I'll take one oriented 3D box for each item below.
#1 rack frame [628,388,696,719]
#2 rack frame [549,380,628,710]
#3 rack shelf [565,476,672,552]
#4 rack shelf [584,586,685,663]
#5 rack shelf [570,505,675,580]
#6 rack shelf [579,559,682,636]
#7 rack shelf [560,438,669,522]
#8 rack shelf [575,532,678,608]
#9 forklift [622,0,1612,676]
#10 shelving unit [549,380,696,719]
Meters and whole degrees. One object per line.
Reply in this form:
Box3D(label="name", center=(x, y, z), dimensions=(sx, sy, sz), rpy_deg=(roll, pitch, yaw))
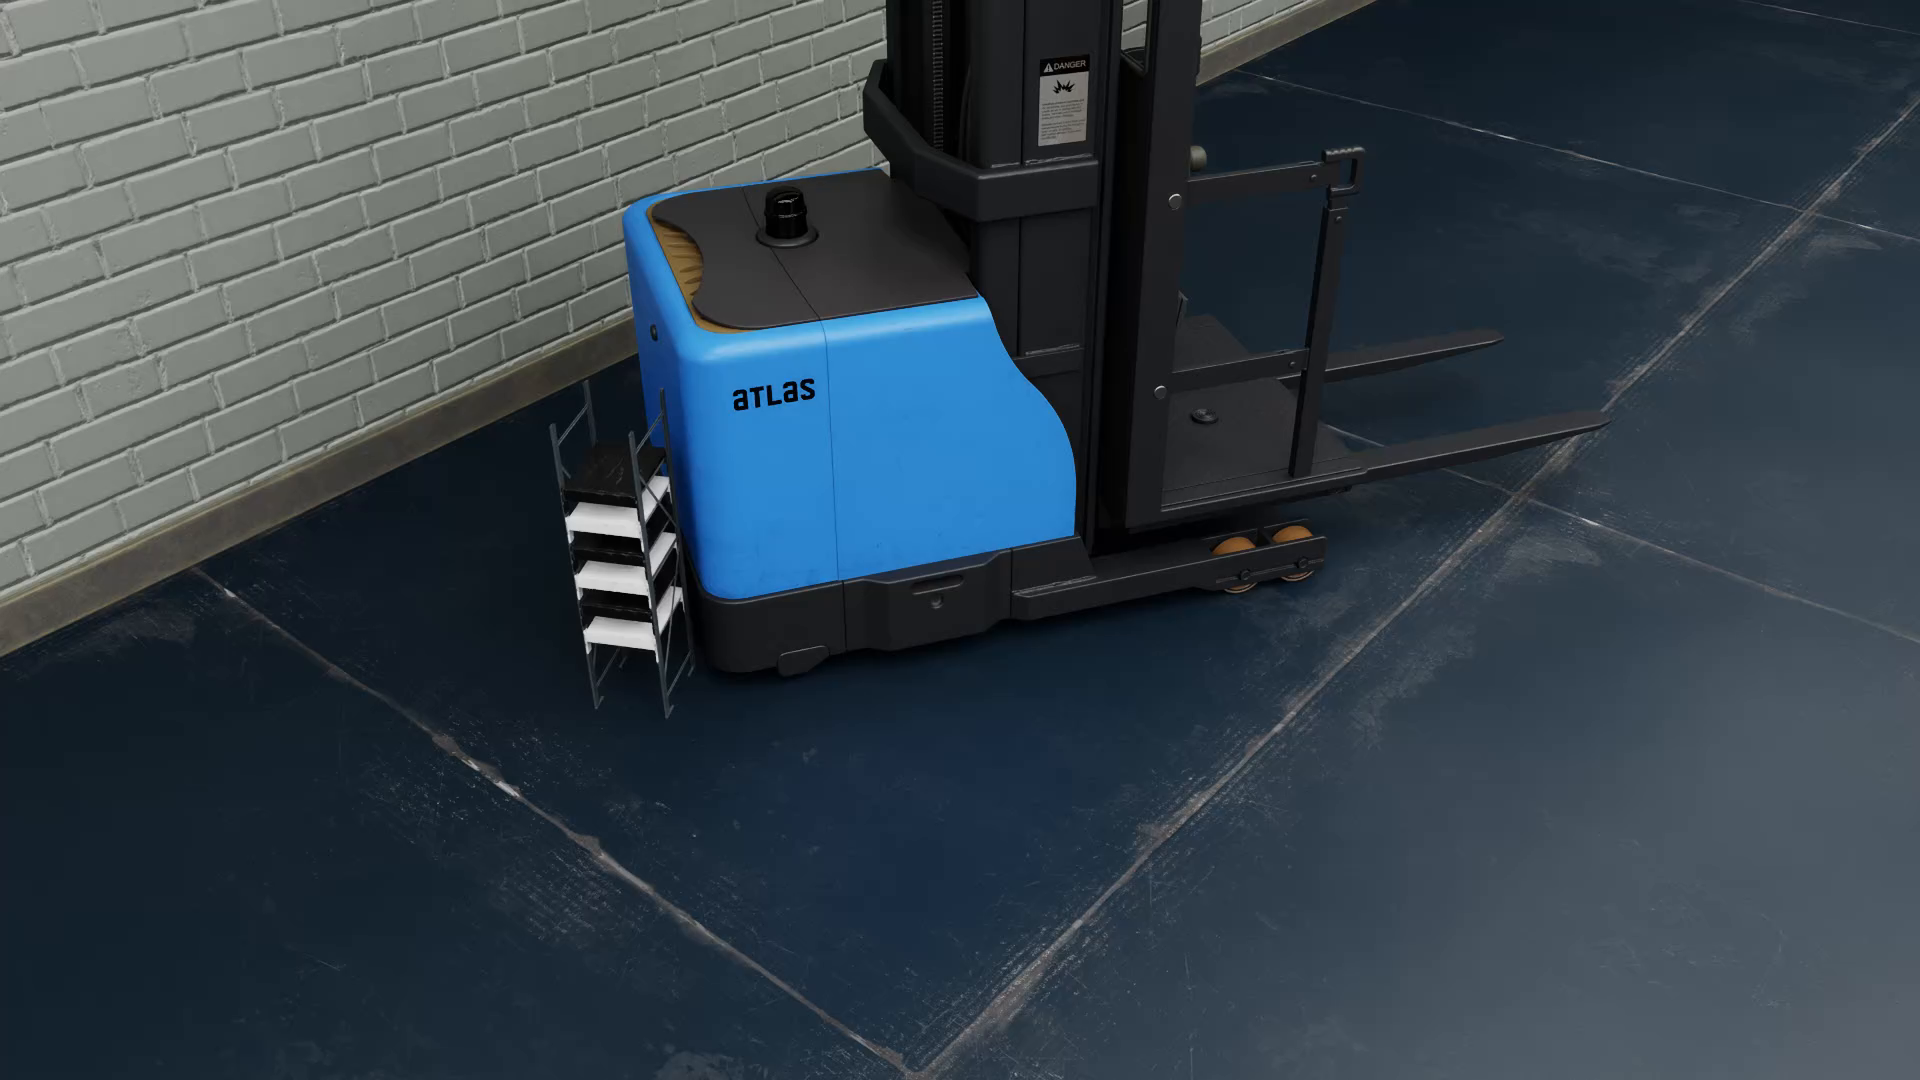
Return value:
Box3D(label="rack frame", center=(-0.778, 0.051, 4.381), dimensions=(0.006, 0.900, 0.240), rpy_deg=(6, 35, 9))
Box3D(label="rack frame", center=(-0.977, 0.028, 4.414), dimensions=(0.006, 0.900, 0.240), rpy_deg=(6, 35, 9))
Box3D(label="rack shelf", center=(-0.878, -0.081, 4.315), dimensions=(0.200, 0.077, 0.258), rpy_deg=(6, 35, 9))
Box3D(label="rack shelf", center=(-0.878, 0.215, 4.518), dimensions=(0.200, 0.077, 0.258), rpy_deg=(6, 35, 9))
Box3D(label="rack shelf", center=(-0.878, -0.007, 4.366), dimensions=(0.200, 0.077, 0.258), rpy_deg=(6, 35, 9))
Box3D(label="rack shelf", center=(-0.878, 0.141, 4.467), dimensions=(0.200, 0.077, 0.258), rpy_deg=(6, 35, 9))
Box3D(label="rack shelf", center=(-0.878, -0.156, 4.264), dimensions=(0.200, 0.077, 0.258), rpy_deg=(6, 35, 9))
Box3D(label="rack shelf", center=(-0.878, 0.067, 4.417), dimensions=(0.200, 0.077, 0.258), rpy_deg=(6, 35, 9))
Box3D(label="forklift", center=(0.590, -1.321, 4.584), dimensions=(3.031, 2.935, 1.130), rpy_deg=(-11, 36, -15))
Box3D(label="shelving unit", center=(-0.878, 0.039, 4.398), dimensions=(0.210, 0.900, 0.258), rpy_deg=(6, 35, 9))
